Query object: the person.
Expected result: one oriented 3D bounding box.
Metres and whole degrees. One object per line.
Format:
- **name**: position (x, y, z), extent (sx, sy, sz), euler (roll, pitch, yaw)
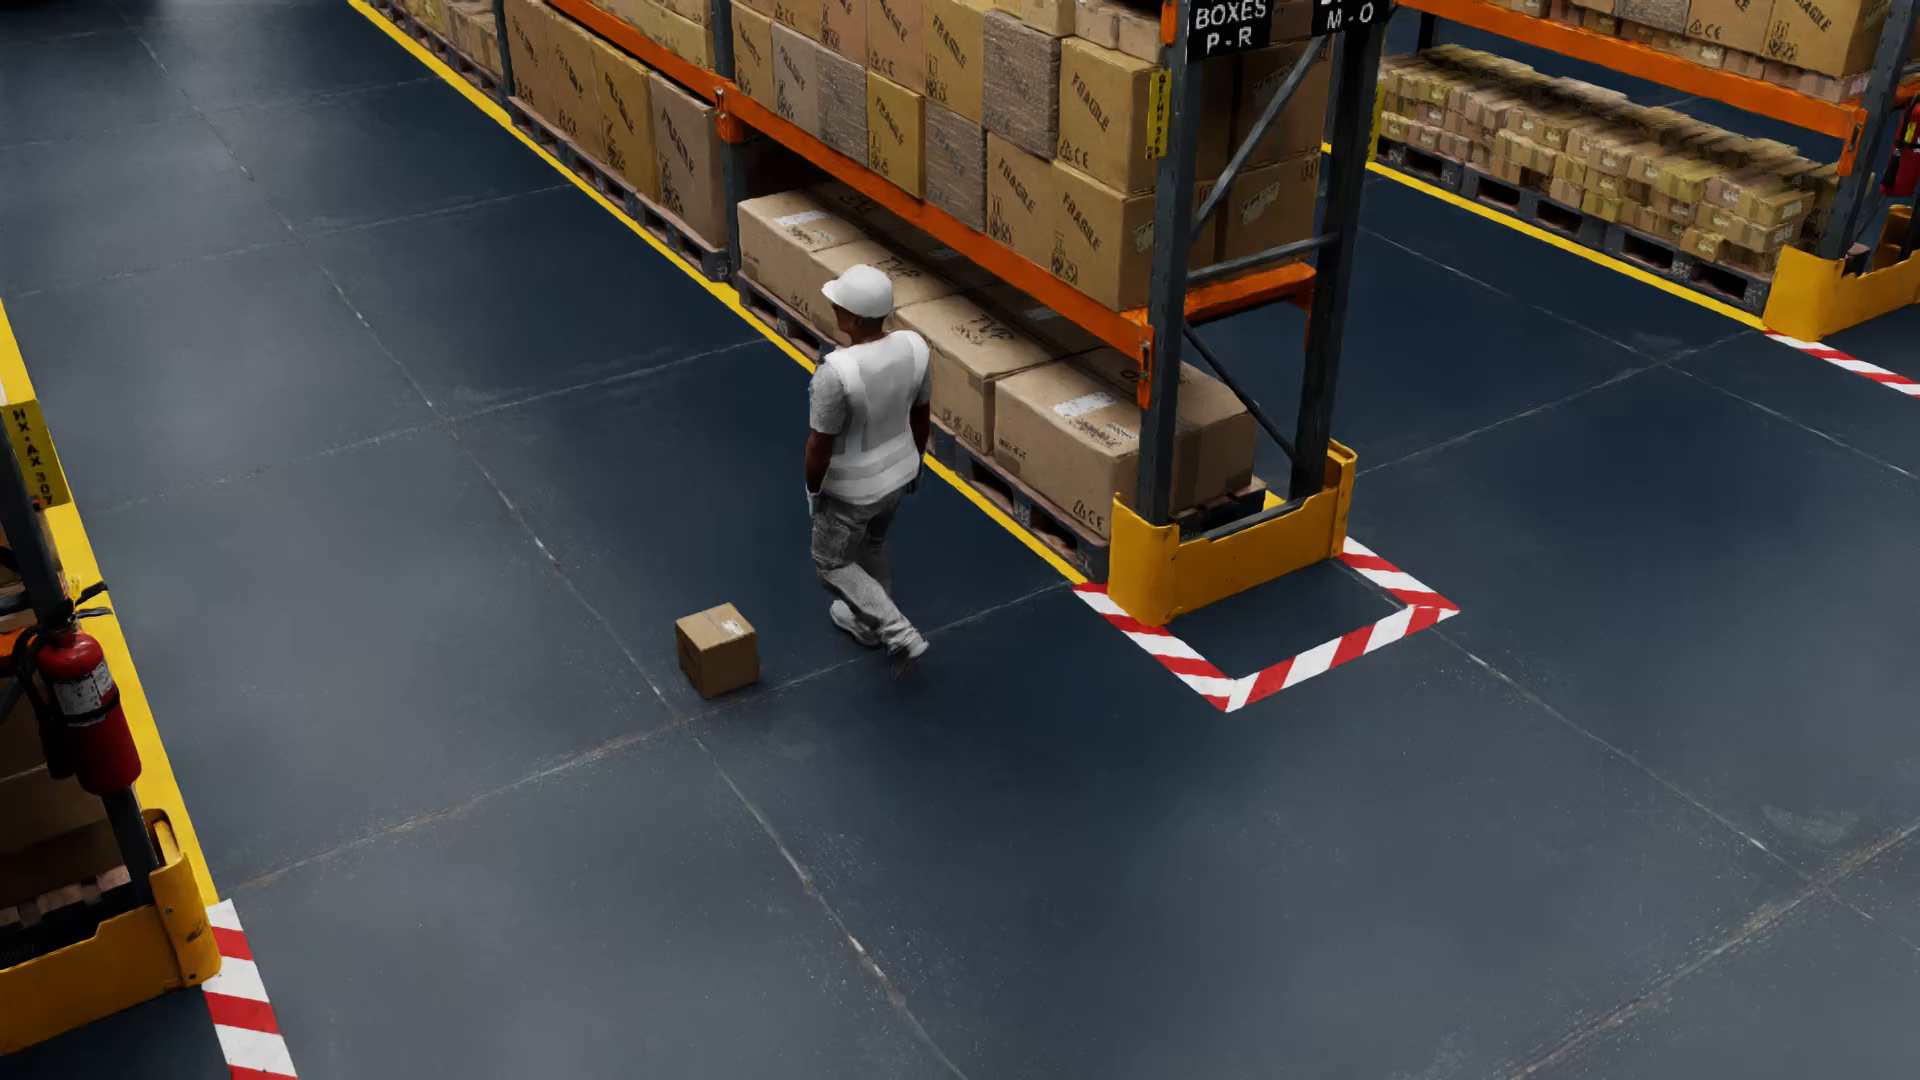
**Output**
- **person**: position (-0.348, -0.236, 6.499), extent (0.783, 1.772, 0.598), euler (28, 42, 37)
